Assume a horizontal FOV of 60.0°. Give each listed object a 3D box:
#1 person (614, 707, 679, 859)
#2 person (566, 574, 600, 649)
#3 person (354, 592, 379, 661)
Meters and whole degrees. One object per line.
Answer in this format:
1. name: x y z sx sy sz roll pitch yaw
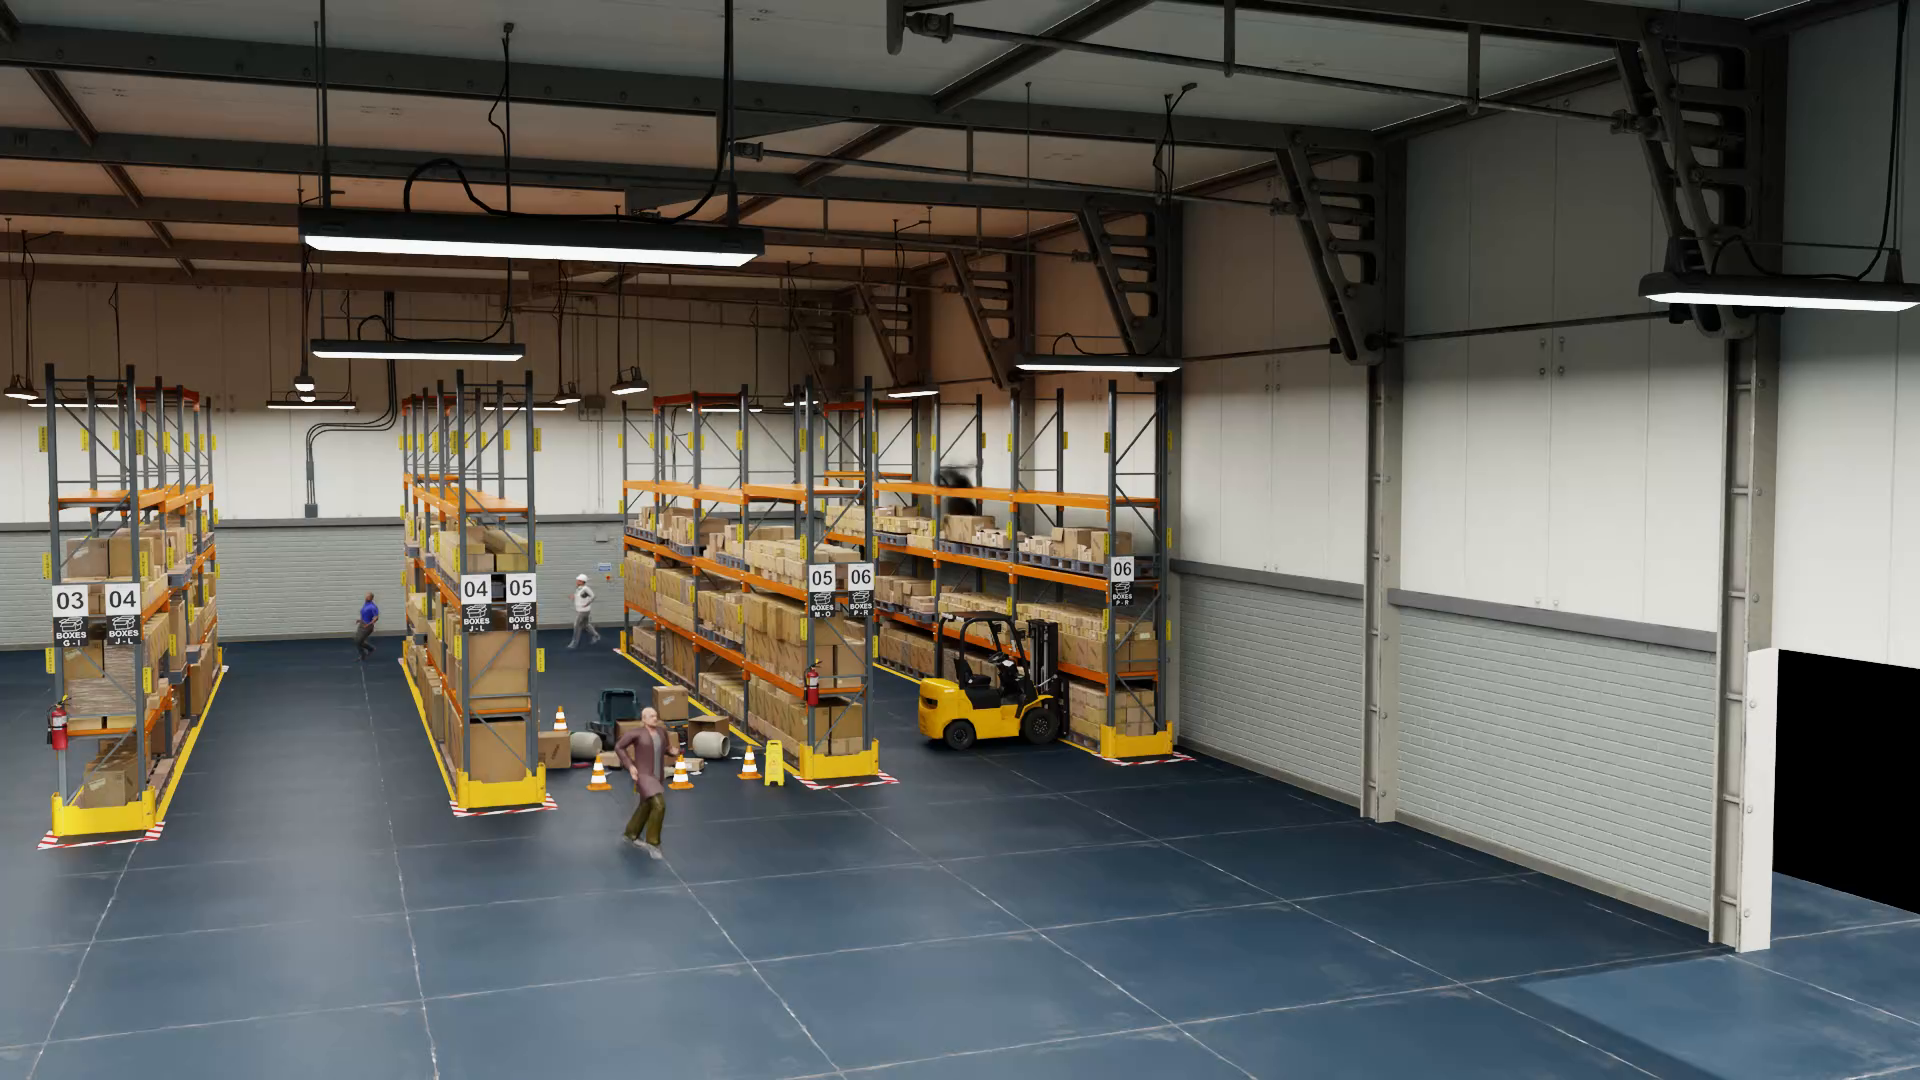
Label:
1. person: -3.781 2.949 20.241 0.844 1.856 0.665 2 4 31
2. person: -9.180 1.741 40.557 0.854 1.816 0.659 -1 4 -23
3. person: -13.596 1.987 38.169 0.614 1.594 0.510 2 4 36
